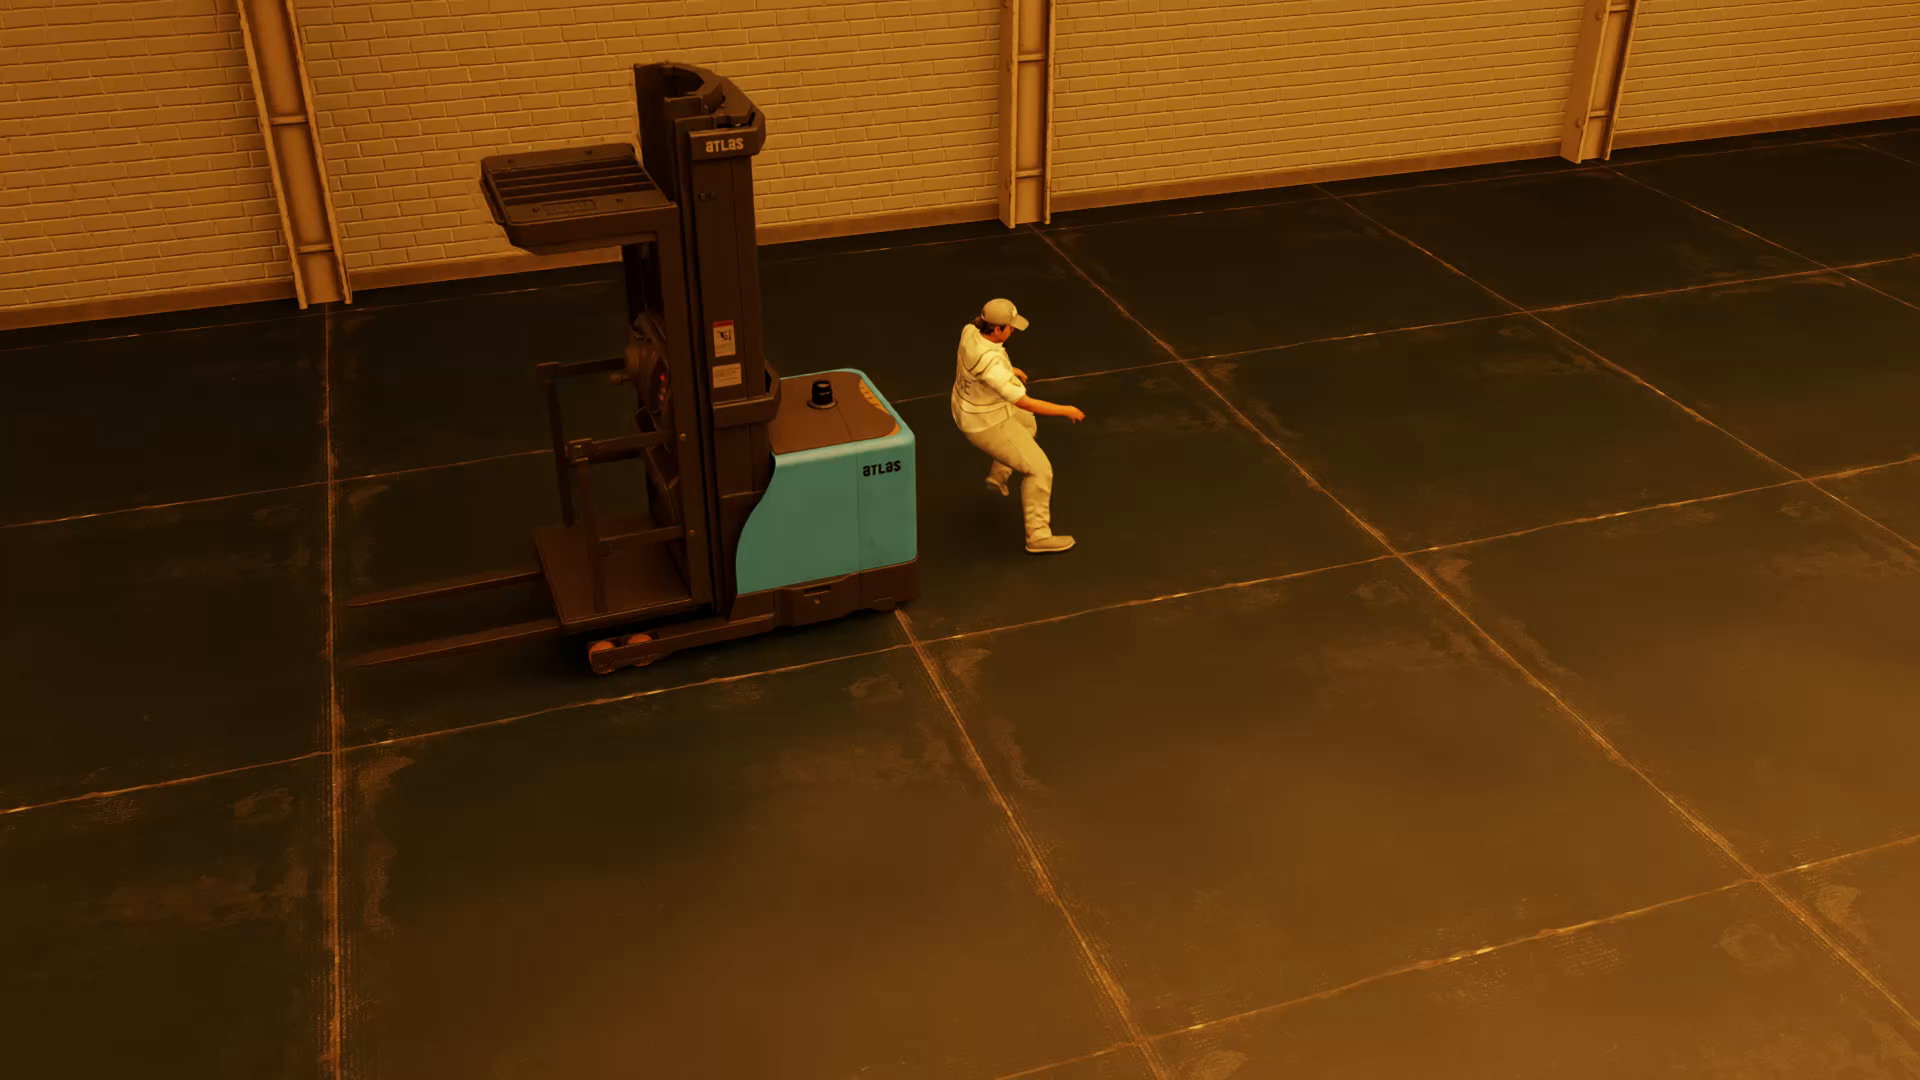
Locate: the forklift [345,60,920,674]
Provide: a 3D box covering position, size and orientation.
[{"bbox_3d":[-1.796,-0.862,8.586,3.031,2.935,1.130,-11,32,-18],"label":"forklift"}]

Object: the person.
[{"bbox_3d":[0.340,-0.746,9.818,0.710,1.492,0.799,-6,31,-11],"label":"person"}]
